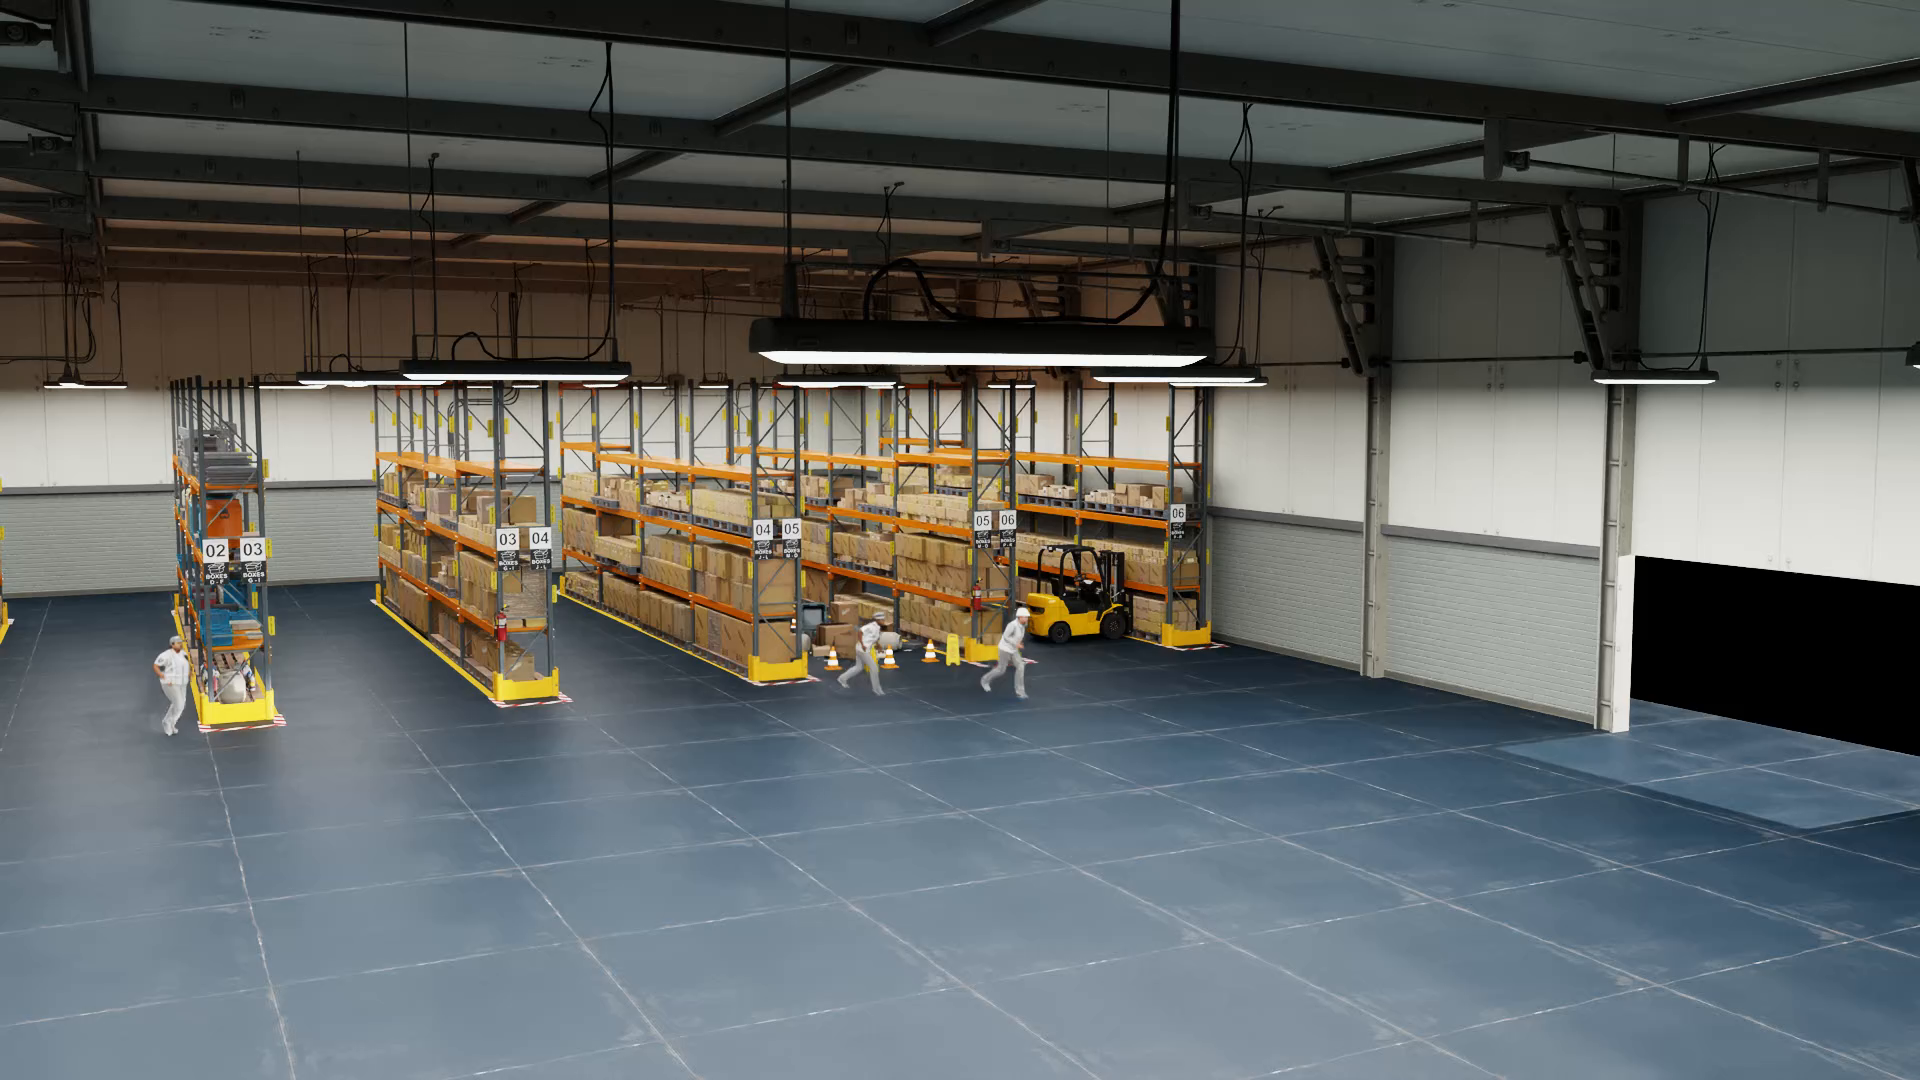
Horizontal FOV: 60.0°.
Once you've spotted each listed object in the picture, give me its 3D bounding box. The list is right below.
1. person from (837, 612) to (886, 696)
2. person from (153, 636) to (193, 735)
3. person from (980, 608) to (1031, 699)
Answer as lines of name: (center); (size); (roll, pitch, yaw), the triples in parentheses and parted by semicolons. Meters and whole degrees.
person: (-1.861, 2.160, 31.470); (0.965, 1.626, 0.613); (1, 5, 16)
person: (-13.120, 2.441, 27.911); (0.558, 1.663, 0.591); (2, 5, 22)
person: (0.864, 2.114, 31.324); (1.045, 1.733, 0.697); (2, 6, 24)
